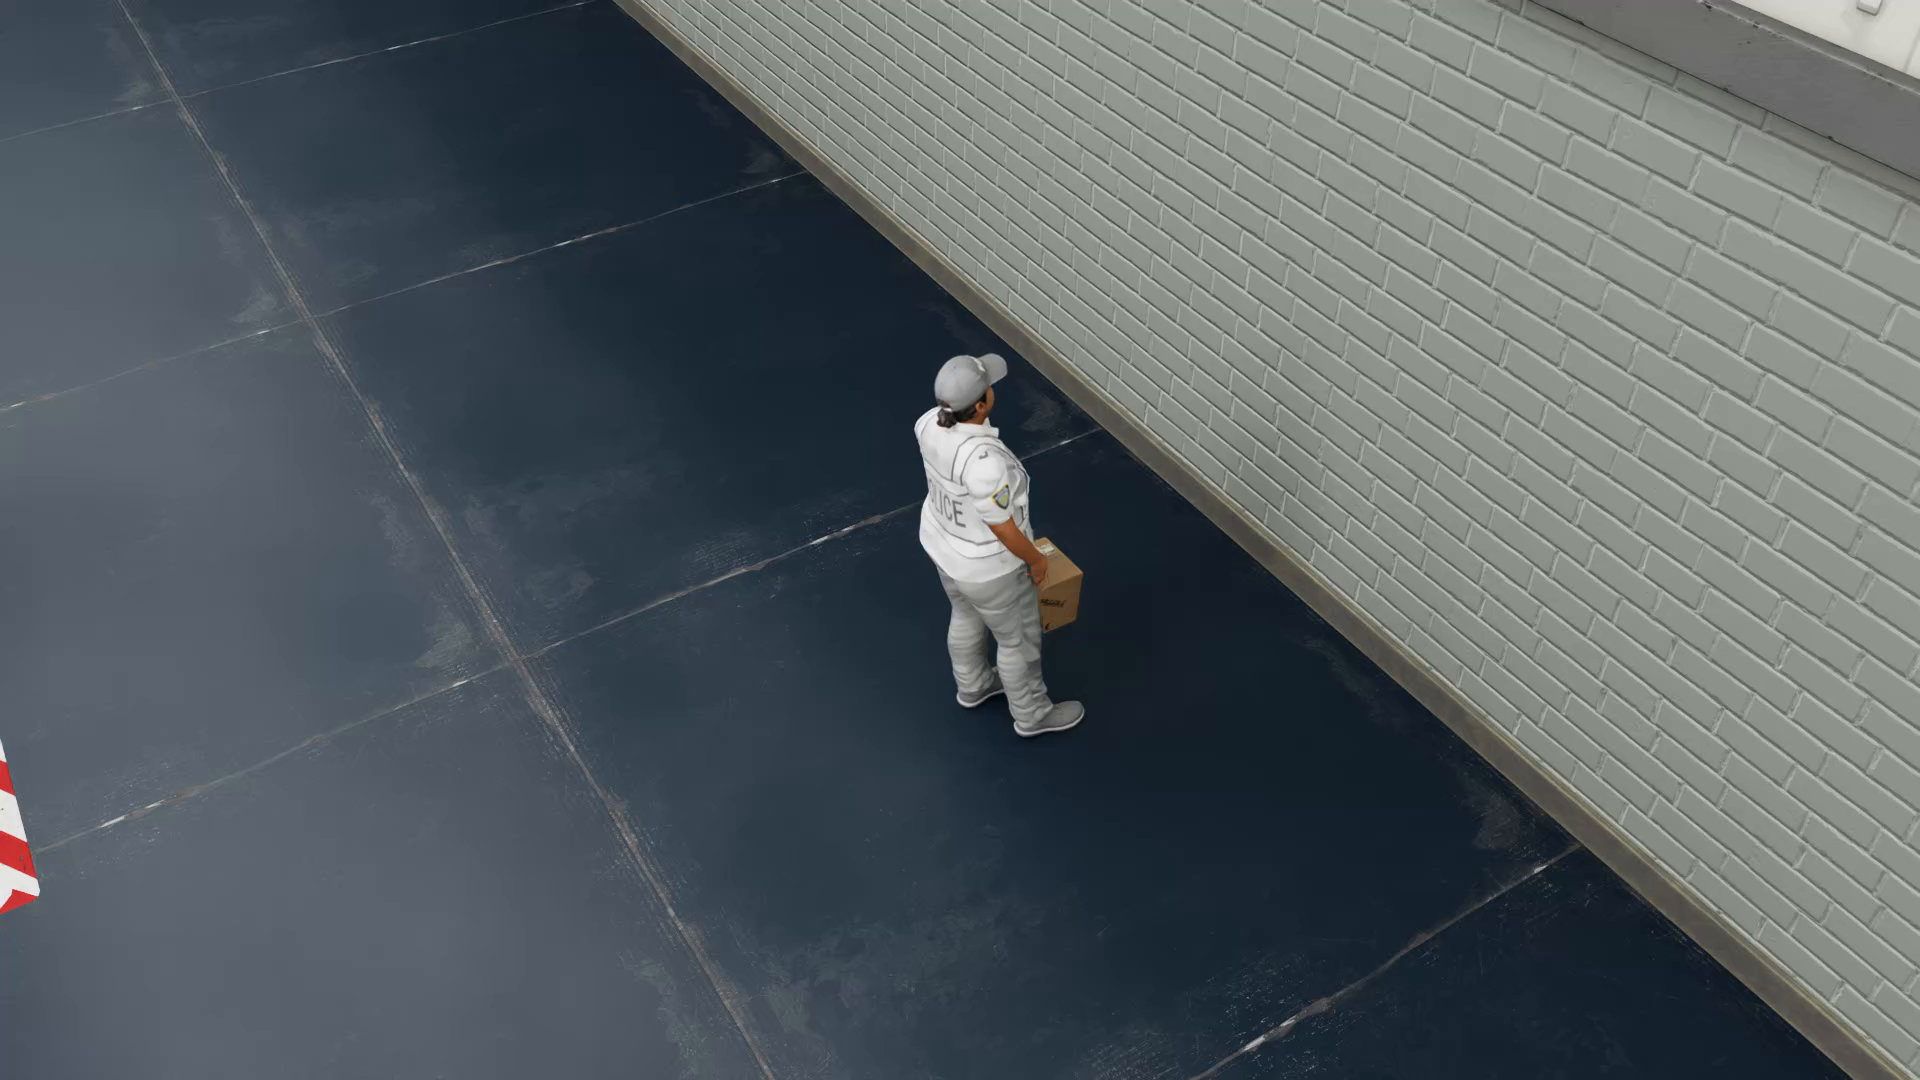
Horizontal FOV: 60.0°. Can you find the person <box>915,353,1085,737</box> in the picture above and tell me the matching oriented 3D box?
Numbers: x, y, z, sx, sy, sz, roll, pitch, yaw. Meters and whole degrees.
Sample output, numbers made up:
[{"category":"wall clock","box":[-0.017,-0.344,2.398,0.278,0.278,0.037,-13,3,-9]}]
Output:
[{"category":"person","box":[0.146,0.016,6.123,0.523,1.670,0.575,-23,46,-24]}]
